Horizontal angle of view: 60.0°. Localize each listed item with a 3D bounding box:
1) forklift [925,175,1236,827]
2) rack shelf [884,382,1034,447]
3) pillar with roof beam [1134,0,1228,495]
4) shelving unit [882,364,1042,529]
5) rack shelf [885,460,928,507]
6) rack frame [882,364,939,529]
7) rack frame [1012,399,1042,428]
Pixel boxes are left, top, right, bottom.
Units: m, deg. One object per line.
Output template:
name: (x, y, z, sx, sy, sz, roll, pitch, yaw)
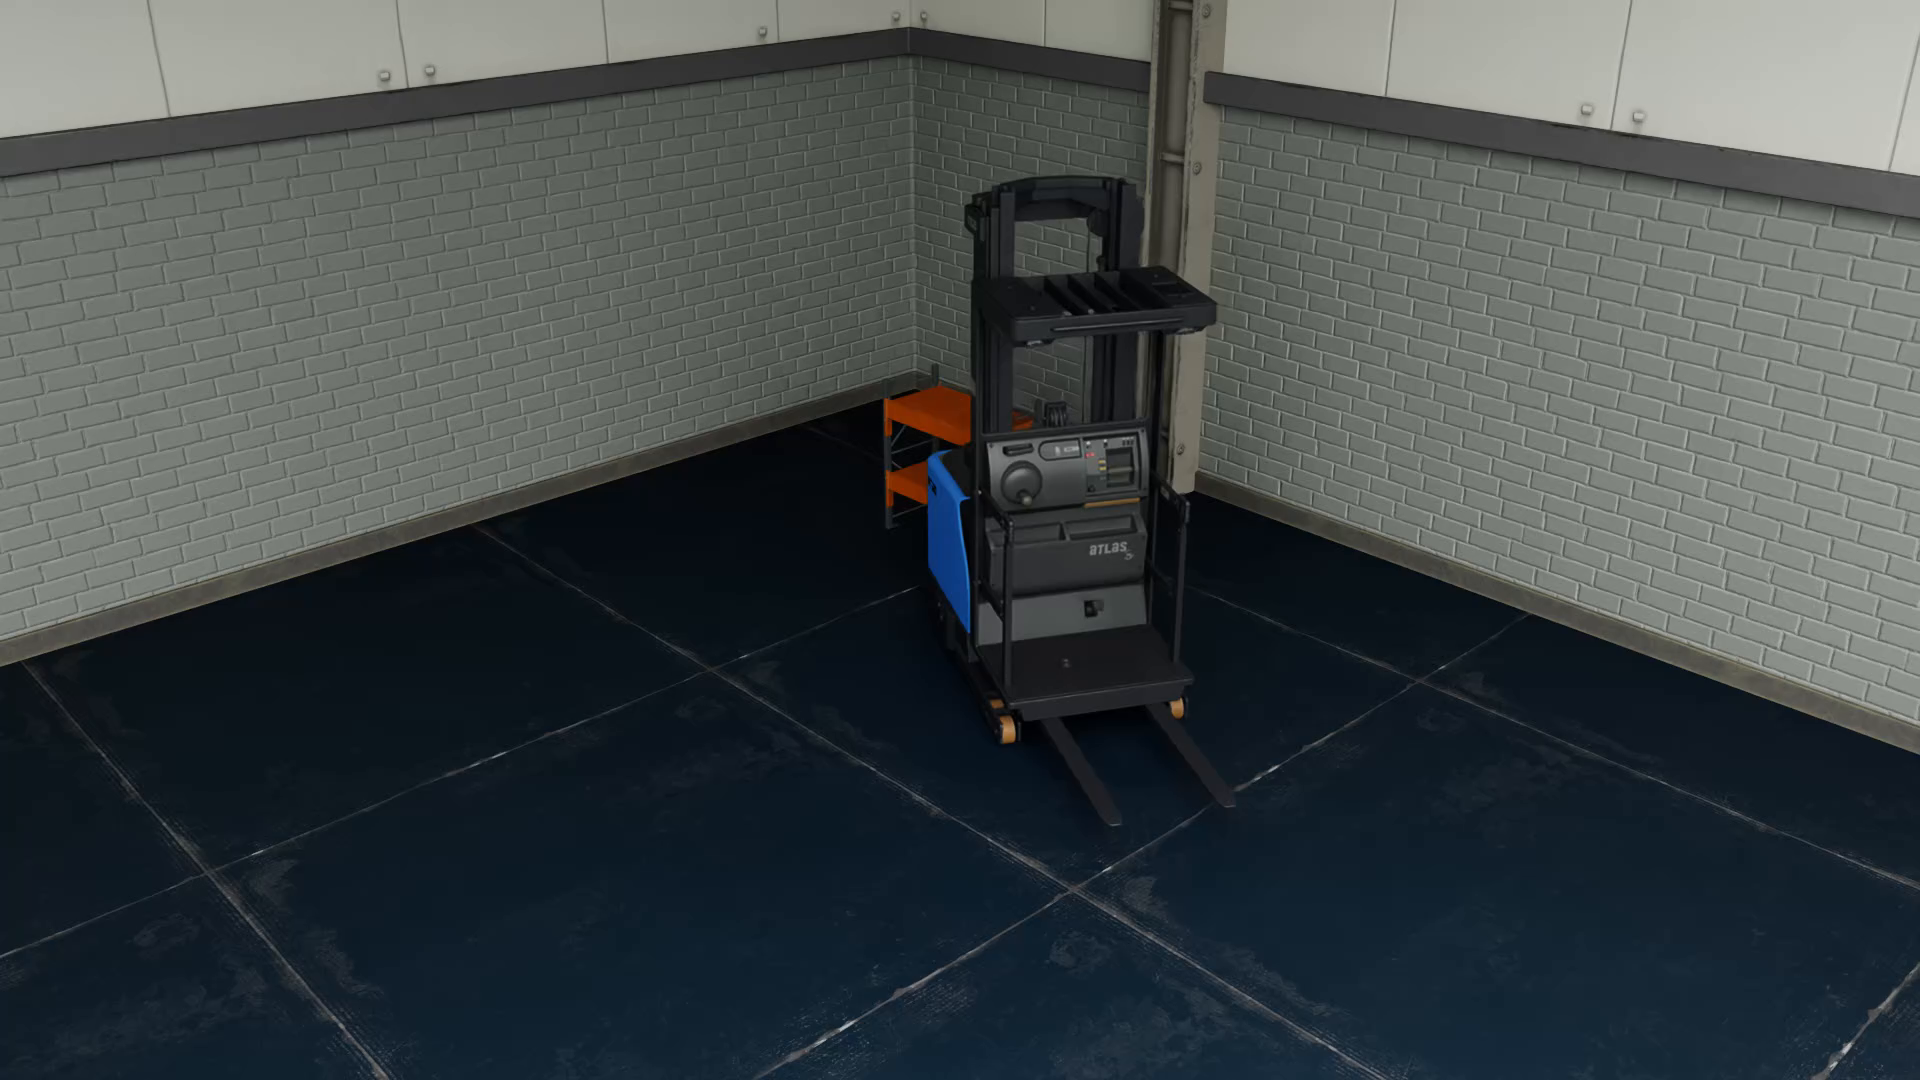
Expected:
forklift: (0.660, -0.373, 9.037, 1.130, 2.935, 3.031, -6, 25, -14)
rack shelf: (0.005, -0.776, 11.391, 0.538, 0.278, 1.000, -21, 32, -38)
pillar with roof beam: (-1.595, -3.275, 8.087, 9.100, 9.000, 0.400, -21, 32, -38)
shelving unit: (0.005, -0.510, 11.512, 0.538, 1.125, 1.048, -21, 32, -38)
rack shelf: (0.005, -0.287, 11.614, 0.538, 0.278, 1.000, -21, 32, -38)
rack frame: (-0.343, -0.664, 11.850, 0.500, 1.125, 0.032, -21, 32, -38)
rack frame: (0.352, -0.356, 11.174, 0.500, 1.125, 0.032, -21, 32, -38)
